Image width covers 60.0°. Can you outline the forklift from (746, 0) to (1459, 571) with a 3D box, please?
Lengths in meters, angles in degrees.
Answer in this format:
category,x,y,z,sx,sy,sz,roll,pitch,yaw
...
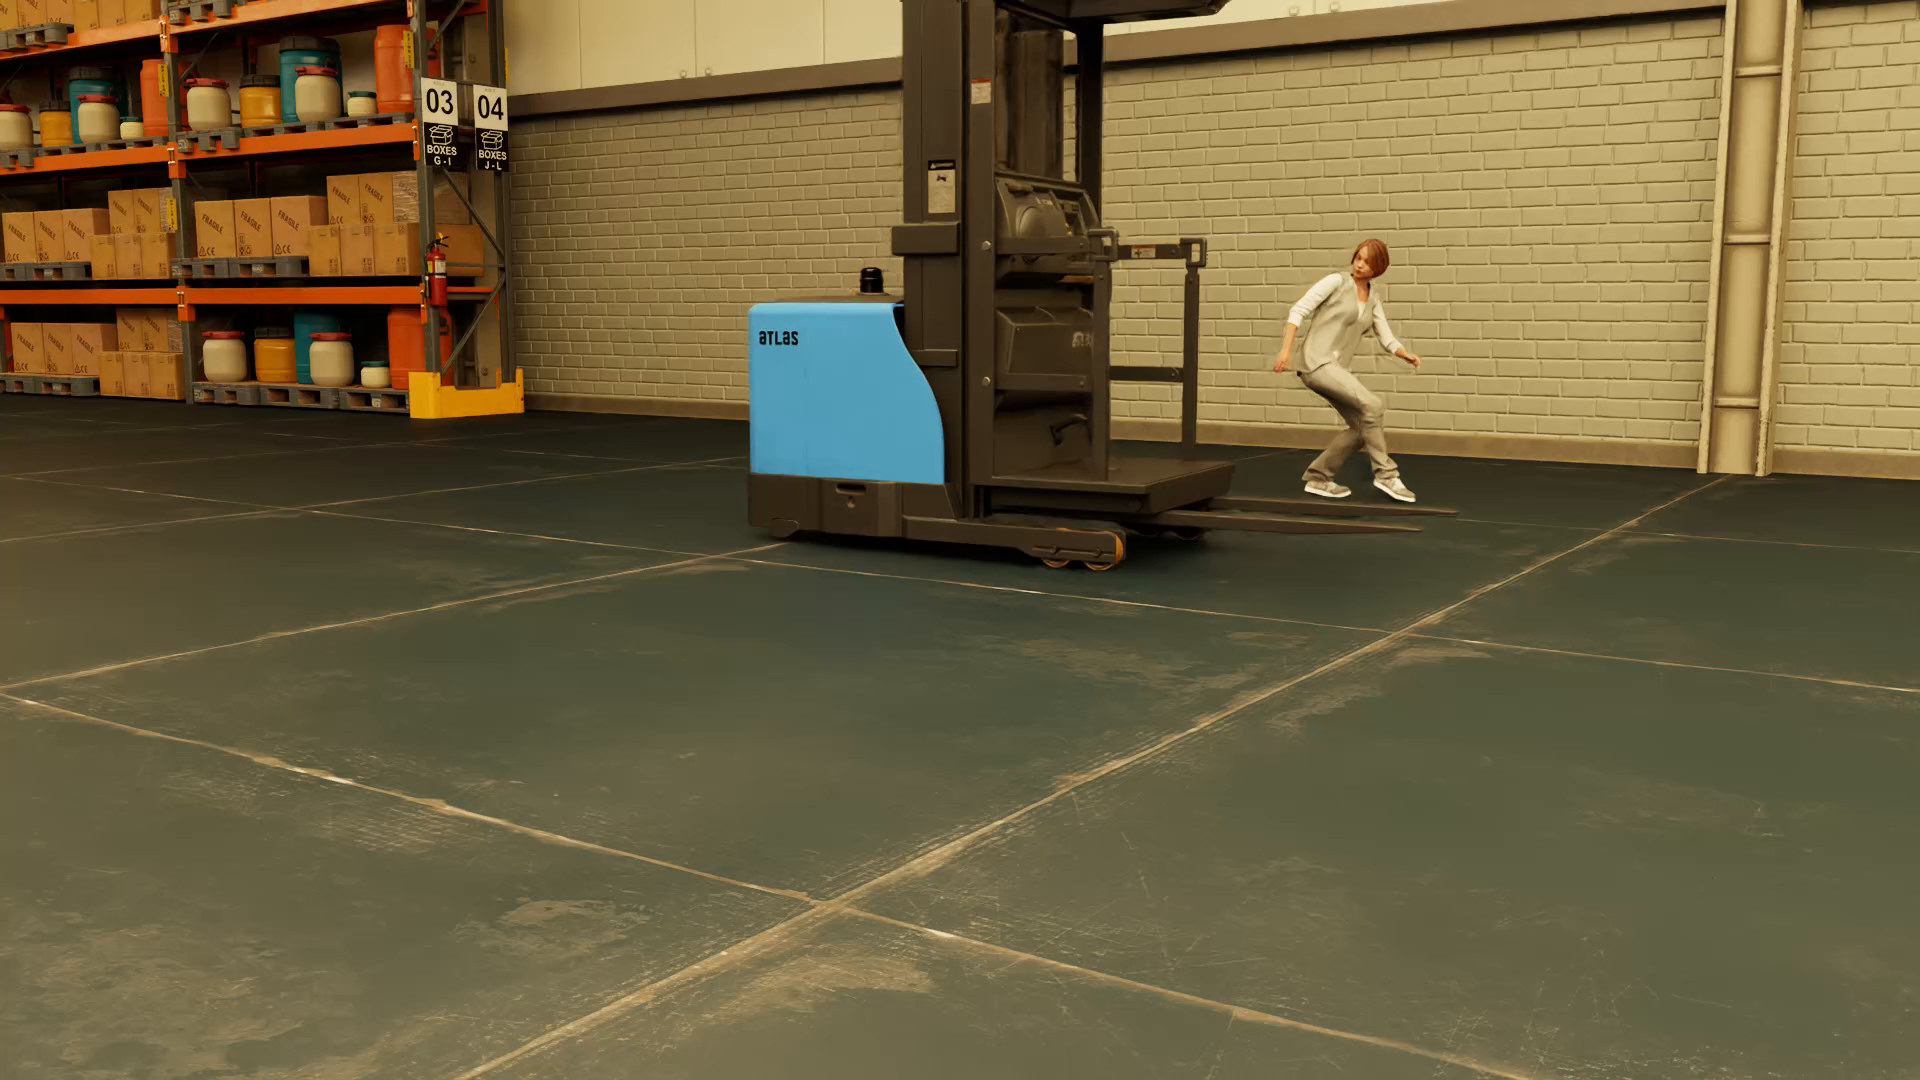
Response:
category,x,y,z,sx,sy,sz,roll,pitch,yaw
forklift,0.570,-1.410,7.109,3.031,2.935,1.130,4,9,28

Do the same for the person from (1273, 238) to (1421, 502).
category,x,y,z,sx,sy,sz,roll,pitch,yaw
person,2.151,-0.917,9.059,0.695,1.433,0.634,7,11,41
